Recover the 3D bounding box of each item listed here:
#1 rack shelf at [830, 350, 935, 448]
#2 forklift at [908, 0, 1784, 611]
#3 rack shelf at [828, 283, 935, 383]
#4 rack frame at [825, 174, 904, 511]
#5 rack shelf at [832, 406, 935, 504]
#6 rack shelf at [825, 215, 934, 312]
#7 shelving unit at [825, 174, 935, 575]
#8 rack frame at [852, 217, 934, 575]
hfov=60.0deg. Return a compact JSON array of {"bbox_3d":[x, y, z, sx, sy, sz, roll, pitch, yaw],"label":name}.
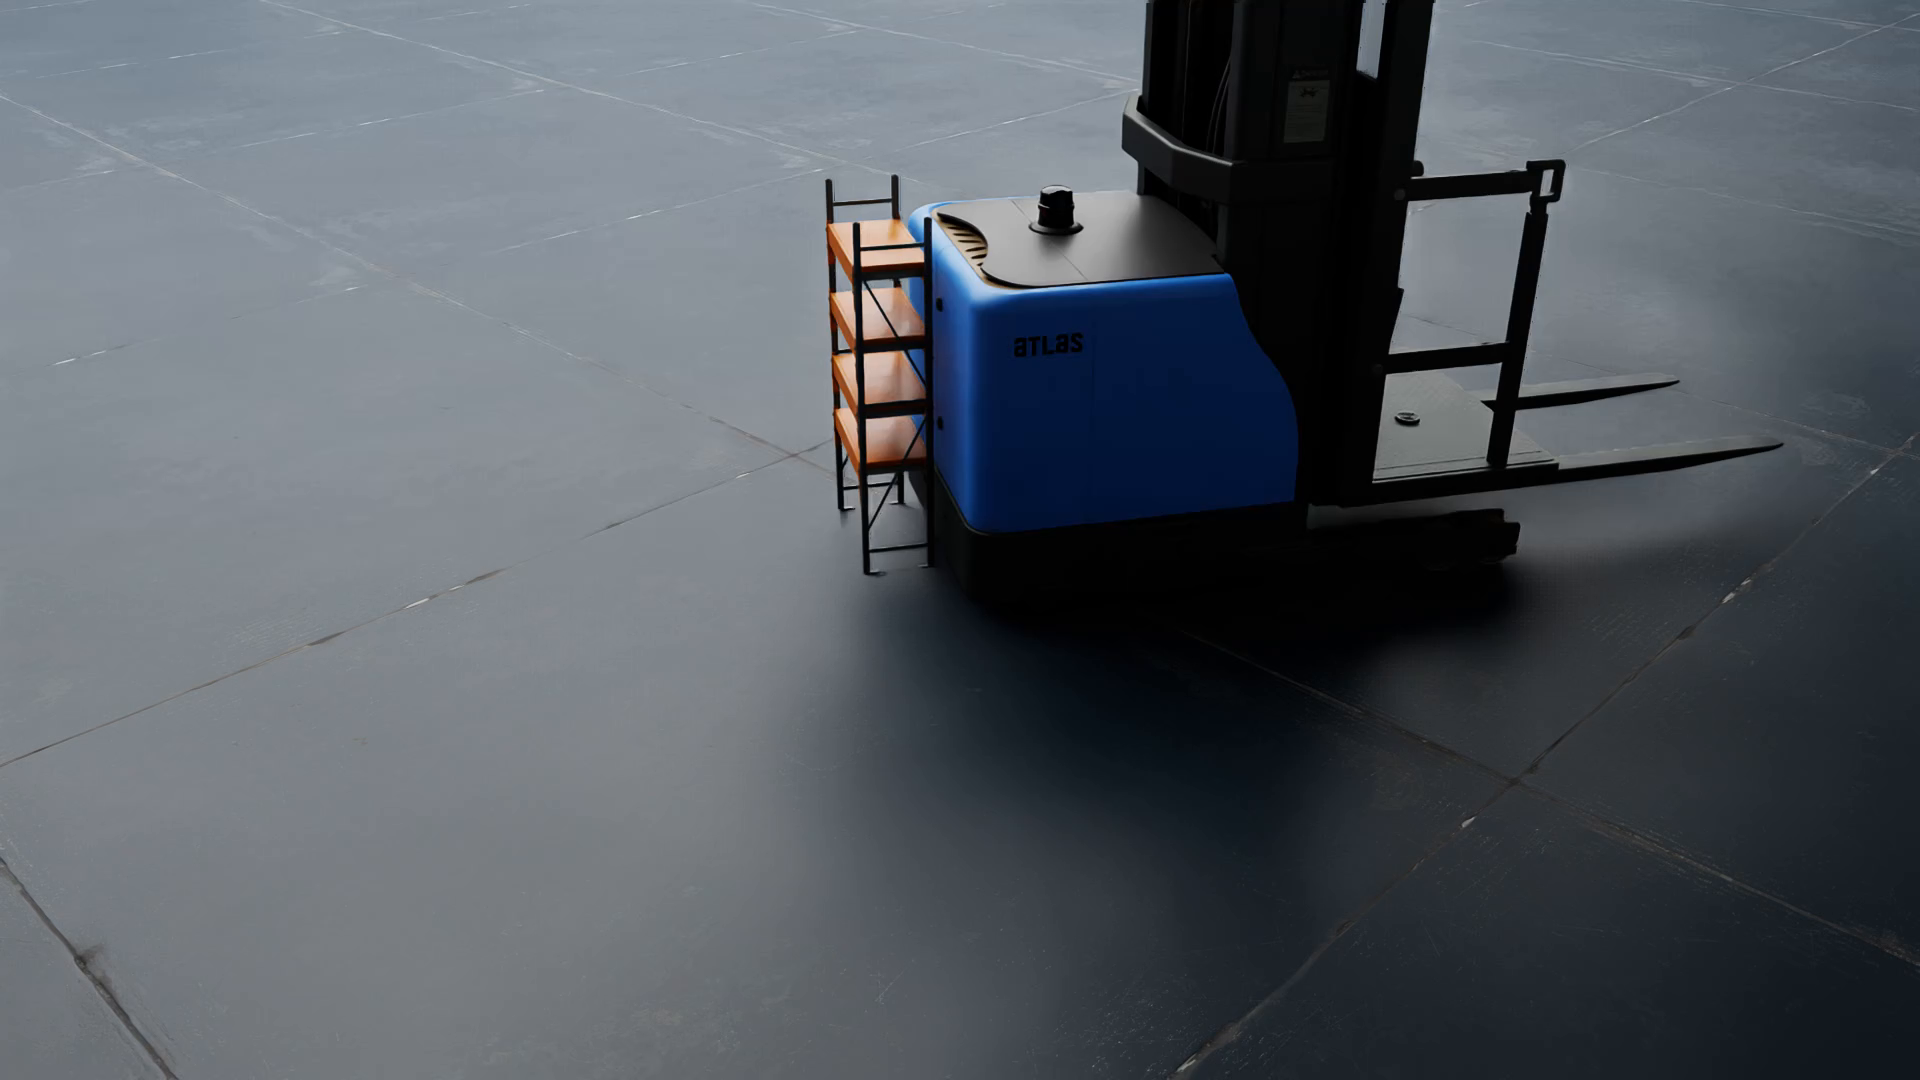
[{"bbox_3d":[-0.262,-0.481,5.521,0.258,0.148,0.480,-6,28,-12],"label":"rack shelf"},{"bbox_3d":[1.387,-1.426,5.314,3.031,2.935,1.130,-6,28,-12],"label":"forklift"},{"bbox_3d":[-0.262,-0.679,5.417,0.258,0.148,0.480,-6,28,-12],"label":"rack shelf"},{"bbox_3d":[-0.320,-0.651,5.699,0.240,1.200,0.015,-6,28,-12],"label":"rack frame"},{"bbox_3d":[-0.262,-0.306,5.613,0.258,0.148,0.480,-6,28,-12],"label":"rack shelf"},{"bbox_3d":[-0.262,-0.889,5.307,0.258,0.148,0.480,-6,28,-12],"label":"rack shelf"},{"bbox_3d":[-0.262,-0.541,5.490,0.258,1.200,0.503,-6,28,-12],"label":"shelving unit"},{"bbox_3d":[-0.204,-0.431,5.280,0.240,1.200,0.015,-6,28,-12],"label":"rack frame"}]
